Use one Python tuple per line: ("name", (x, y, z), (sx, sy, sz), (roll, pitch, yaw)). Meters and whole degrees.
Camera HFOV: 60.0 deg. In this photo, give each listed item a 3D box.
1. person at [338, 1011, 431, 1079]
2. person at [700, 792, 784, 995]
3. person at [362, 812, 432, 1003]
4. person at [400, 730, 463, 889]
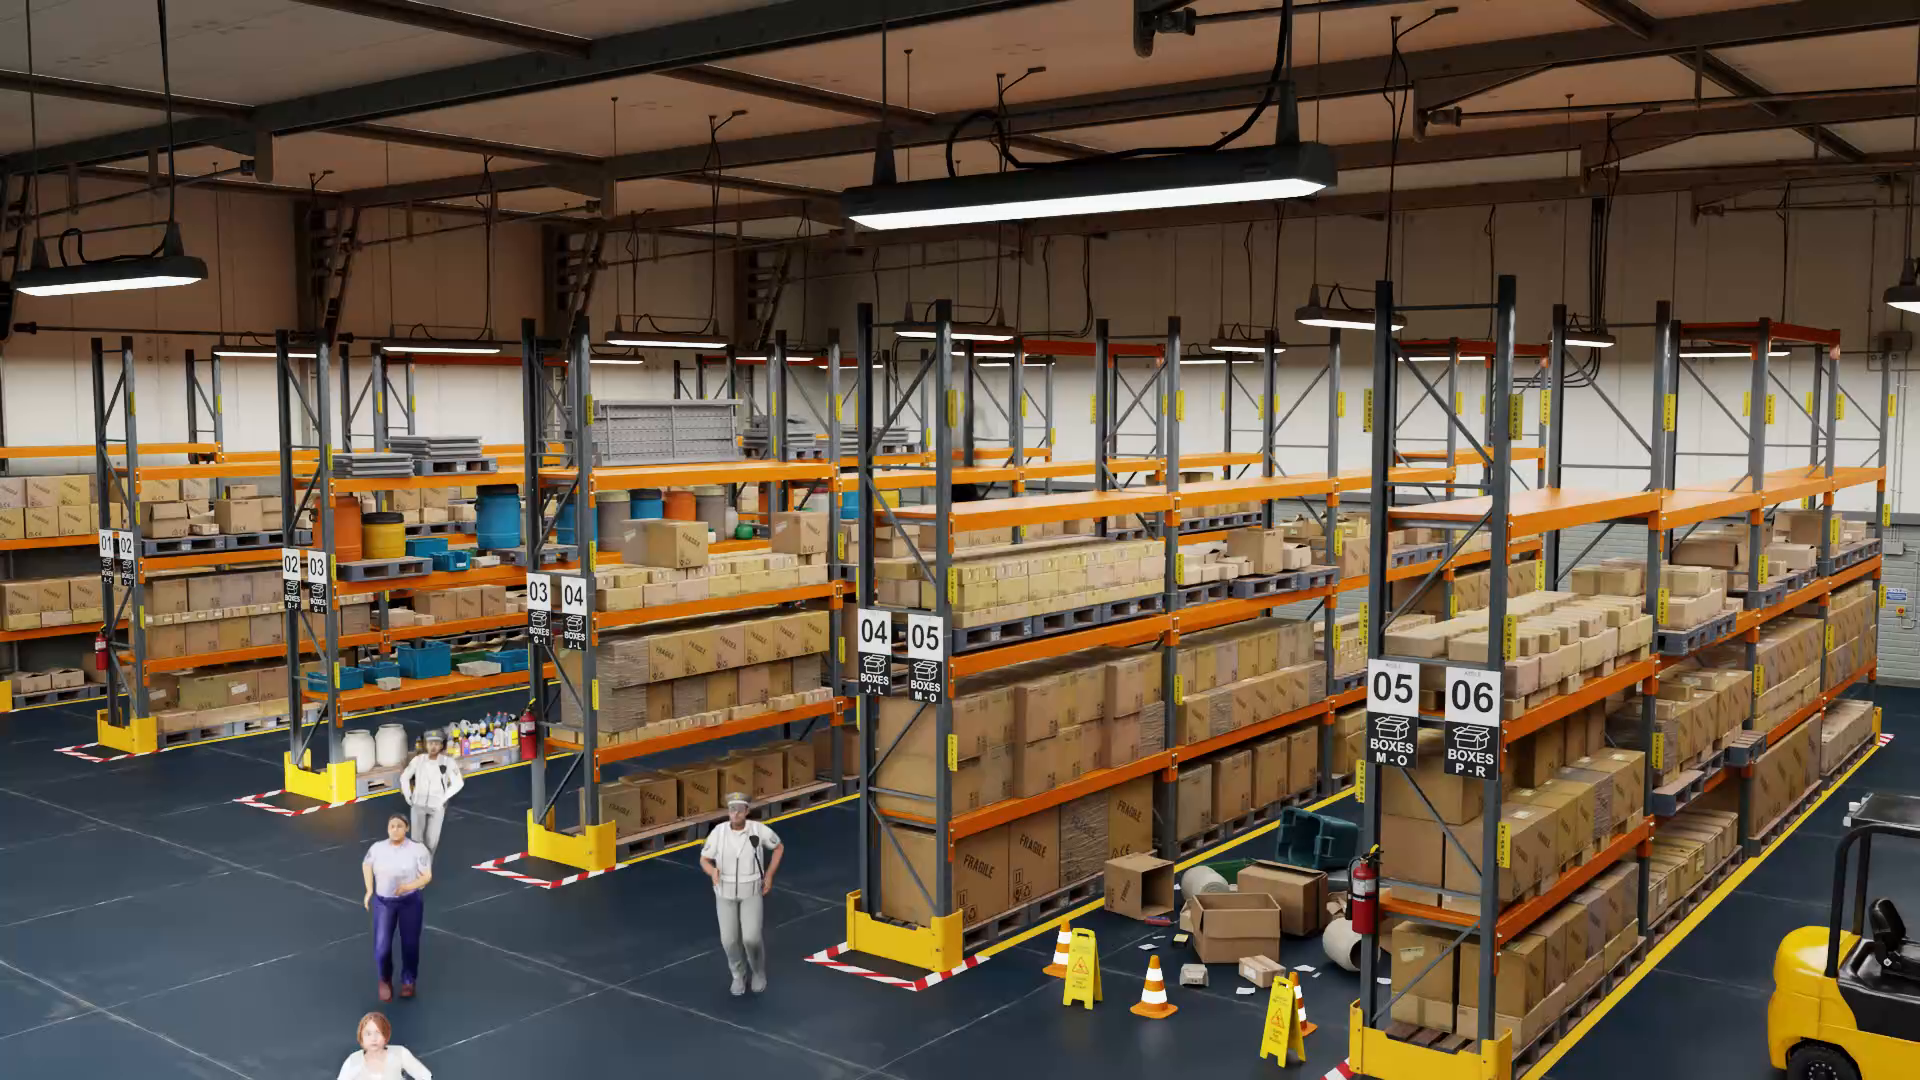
("person", (-3.406, 3.542, 9.785), (0.555, 1.554, 0.563), (-1, 5, -13))
("person", (-1.896, 3.056, 14.311), (0.711, 1.784, 0.611), (0, 5, 0))
("person", (-4.772, 3.124, 14.092), (0.586, 1.621, 0.634), (-1, 5, -14))
("person", (-5.615, 2.823, 17.682), (0.655, 1.662, 0.640), (-1, 5, -8))
